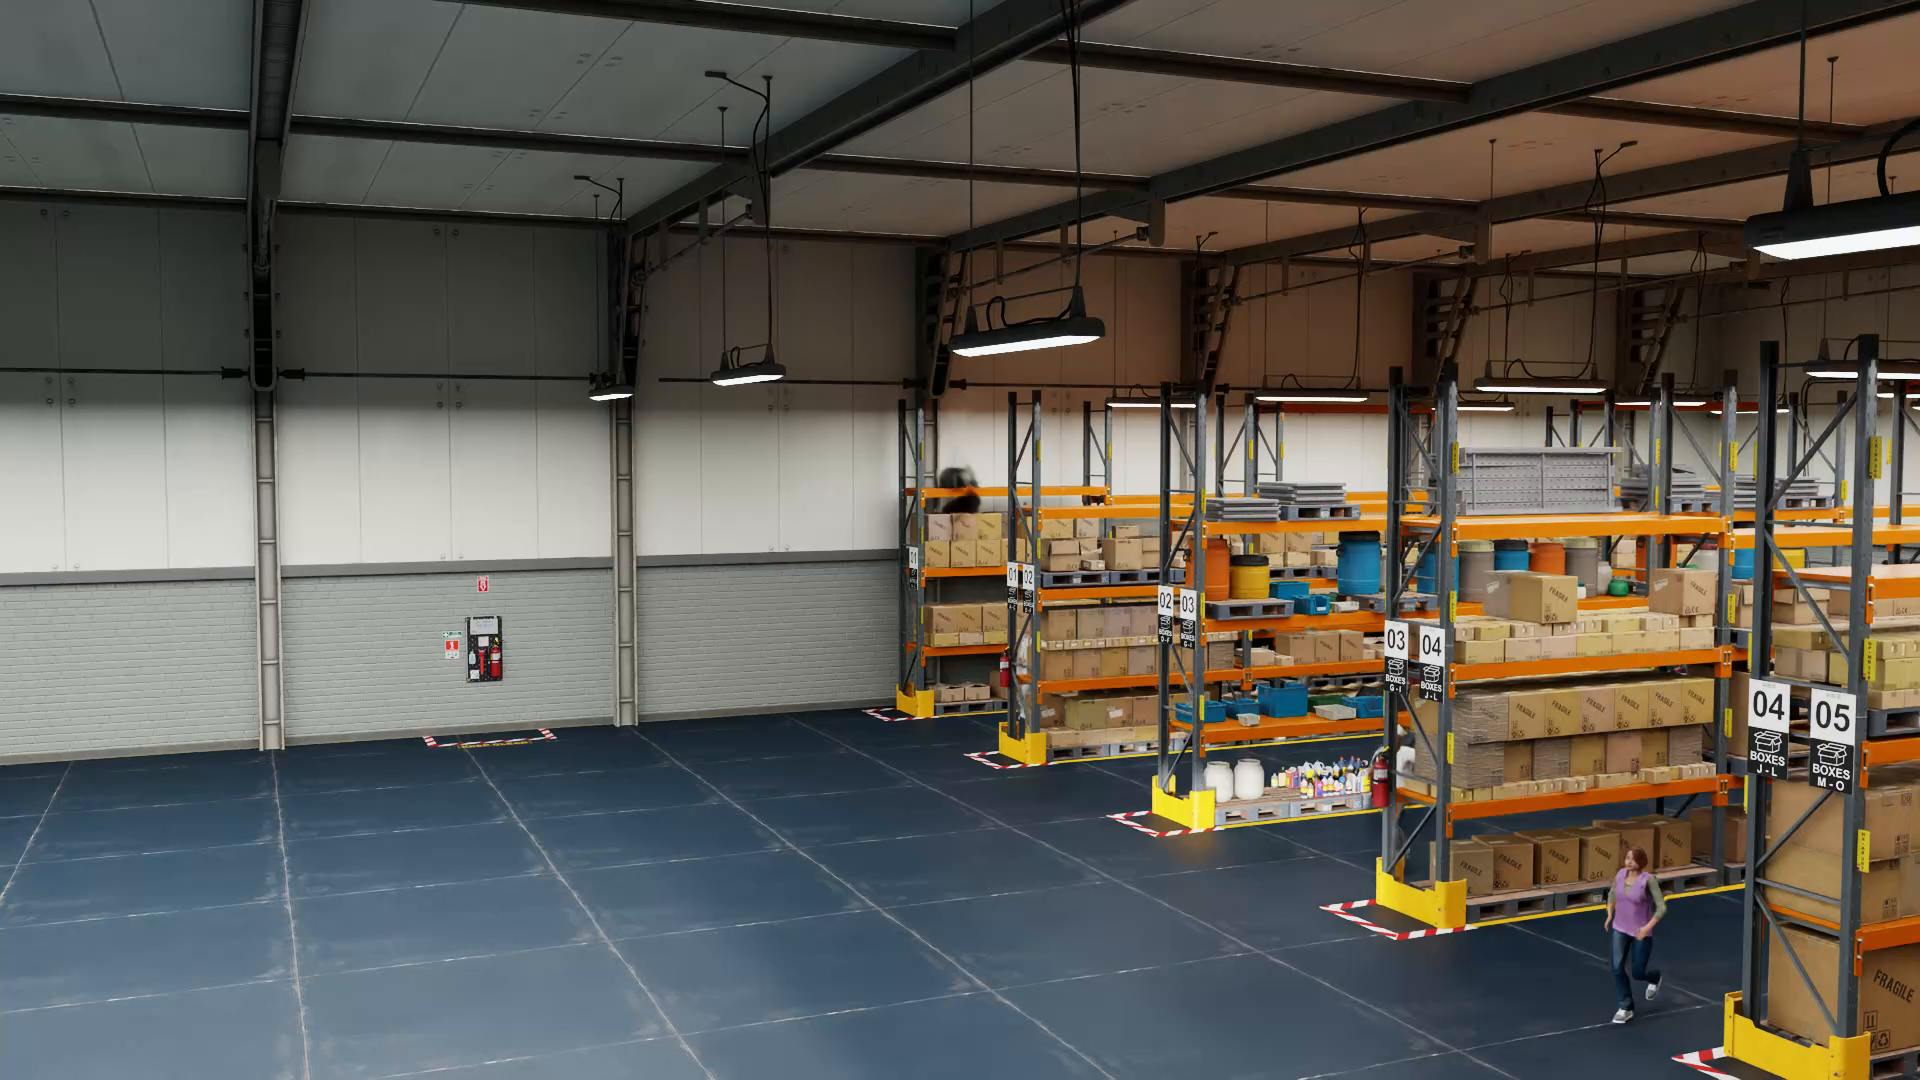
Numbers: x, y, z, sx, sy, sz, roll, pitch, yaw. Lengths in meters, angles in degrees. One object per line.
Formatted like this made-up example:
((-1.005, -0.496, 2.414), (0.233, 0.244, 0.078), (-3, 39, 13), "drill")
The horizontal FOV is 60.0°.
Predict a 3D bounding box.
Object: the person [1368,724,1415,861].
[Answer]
((5.211, 3.113, 20.015), (0.739, 1.815, 0.668), (-2, 4, -36), "person")

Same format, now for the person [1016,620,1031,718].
((1.111, 2.289, 29.450), (0.644, 1.750, 0.705), (-3, 4, -42), "person")

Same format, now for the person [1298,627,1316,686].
((6.650, 2.468, 31.892), (0.560, 1.651, 0.609), (-2, 4, -26), "person")

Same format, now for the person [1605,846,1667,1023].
((6.077, 3.508, 14.937), (0.673, 1.566, 0.569), (-3, 4, -42), "person")
